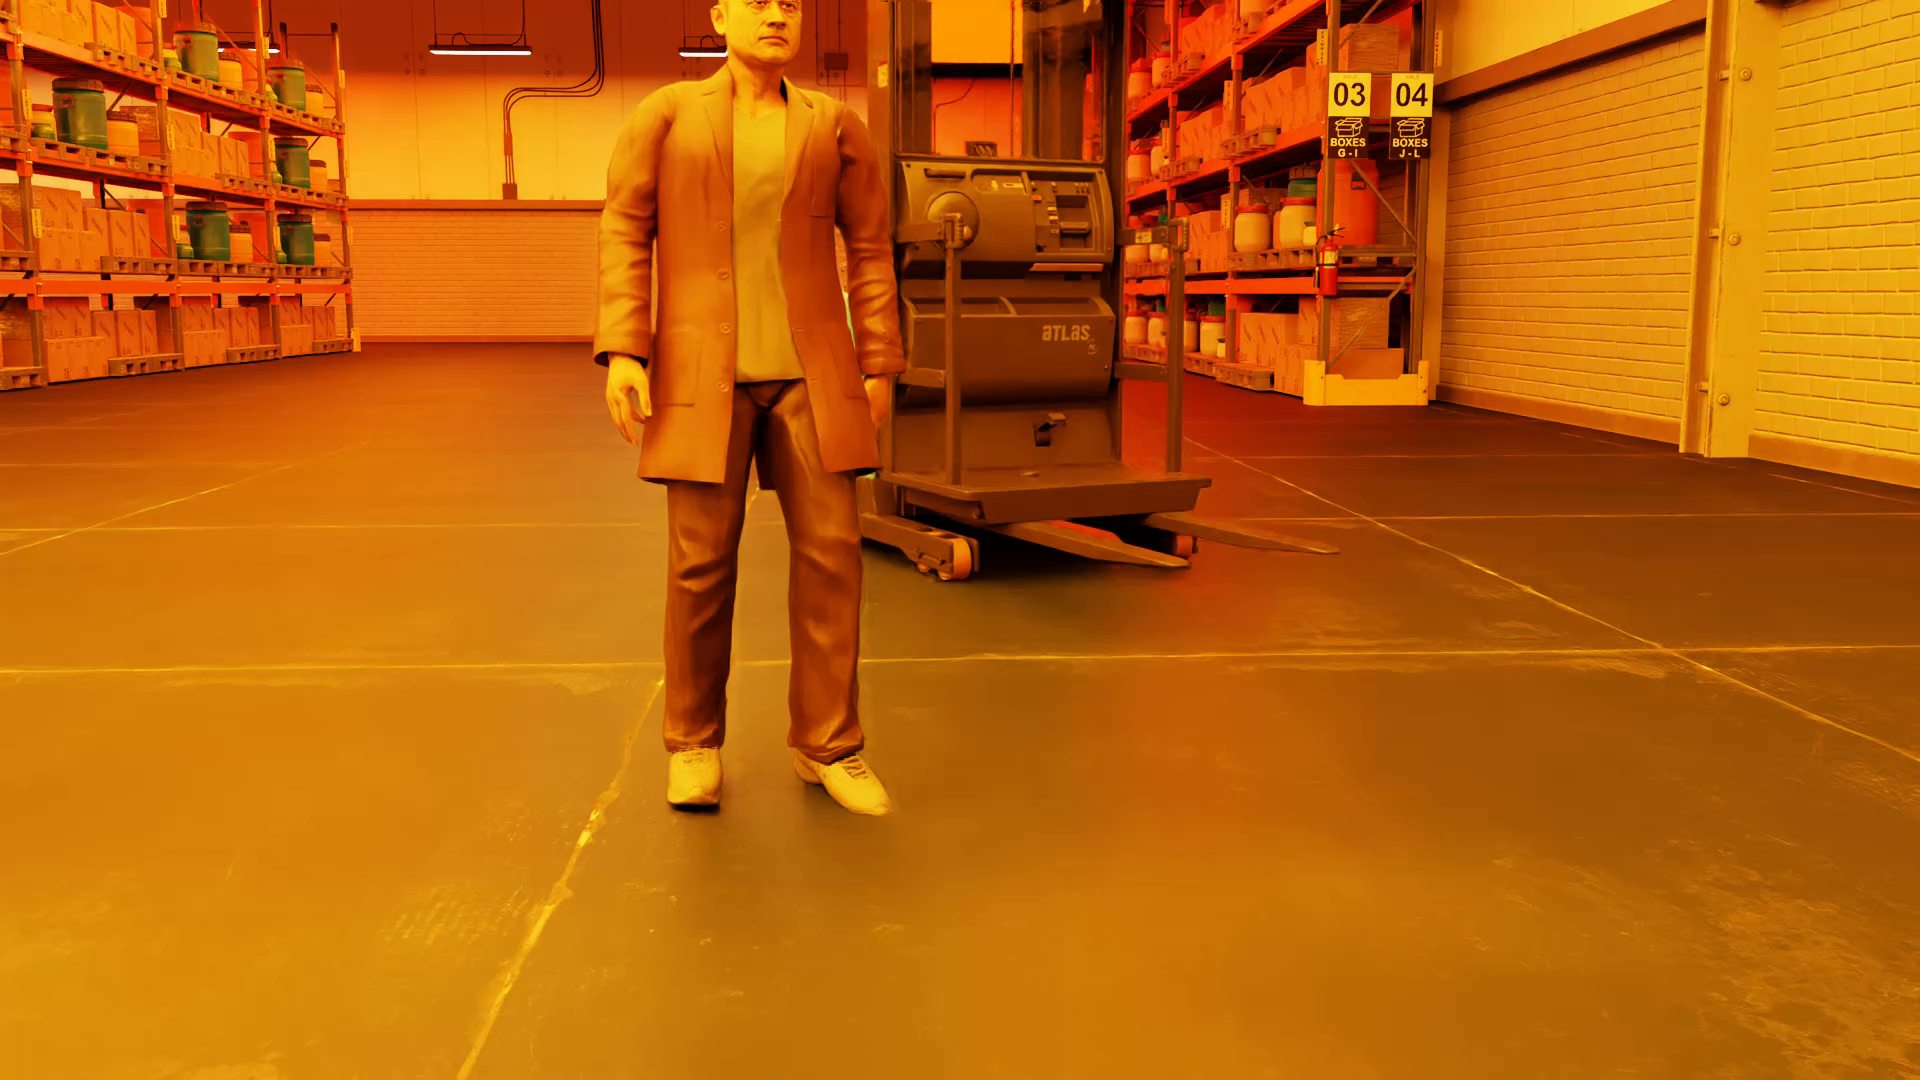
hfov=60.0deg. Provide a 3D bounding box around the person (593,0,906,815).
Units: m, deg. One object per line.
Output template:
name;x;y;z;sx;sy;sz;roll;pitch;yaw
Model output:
person;-0.425;-0.319;3.523;0.681;1.802;0.511;-2;9;-15

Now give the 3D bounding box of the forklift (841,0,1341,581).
forklift;0.298;-1.368;6.547;1.130;2.935;3.031;-4;9;-26
